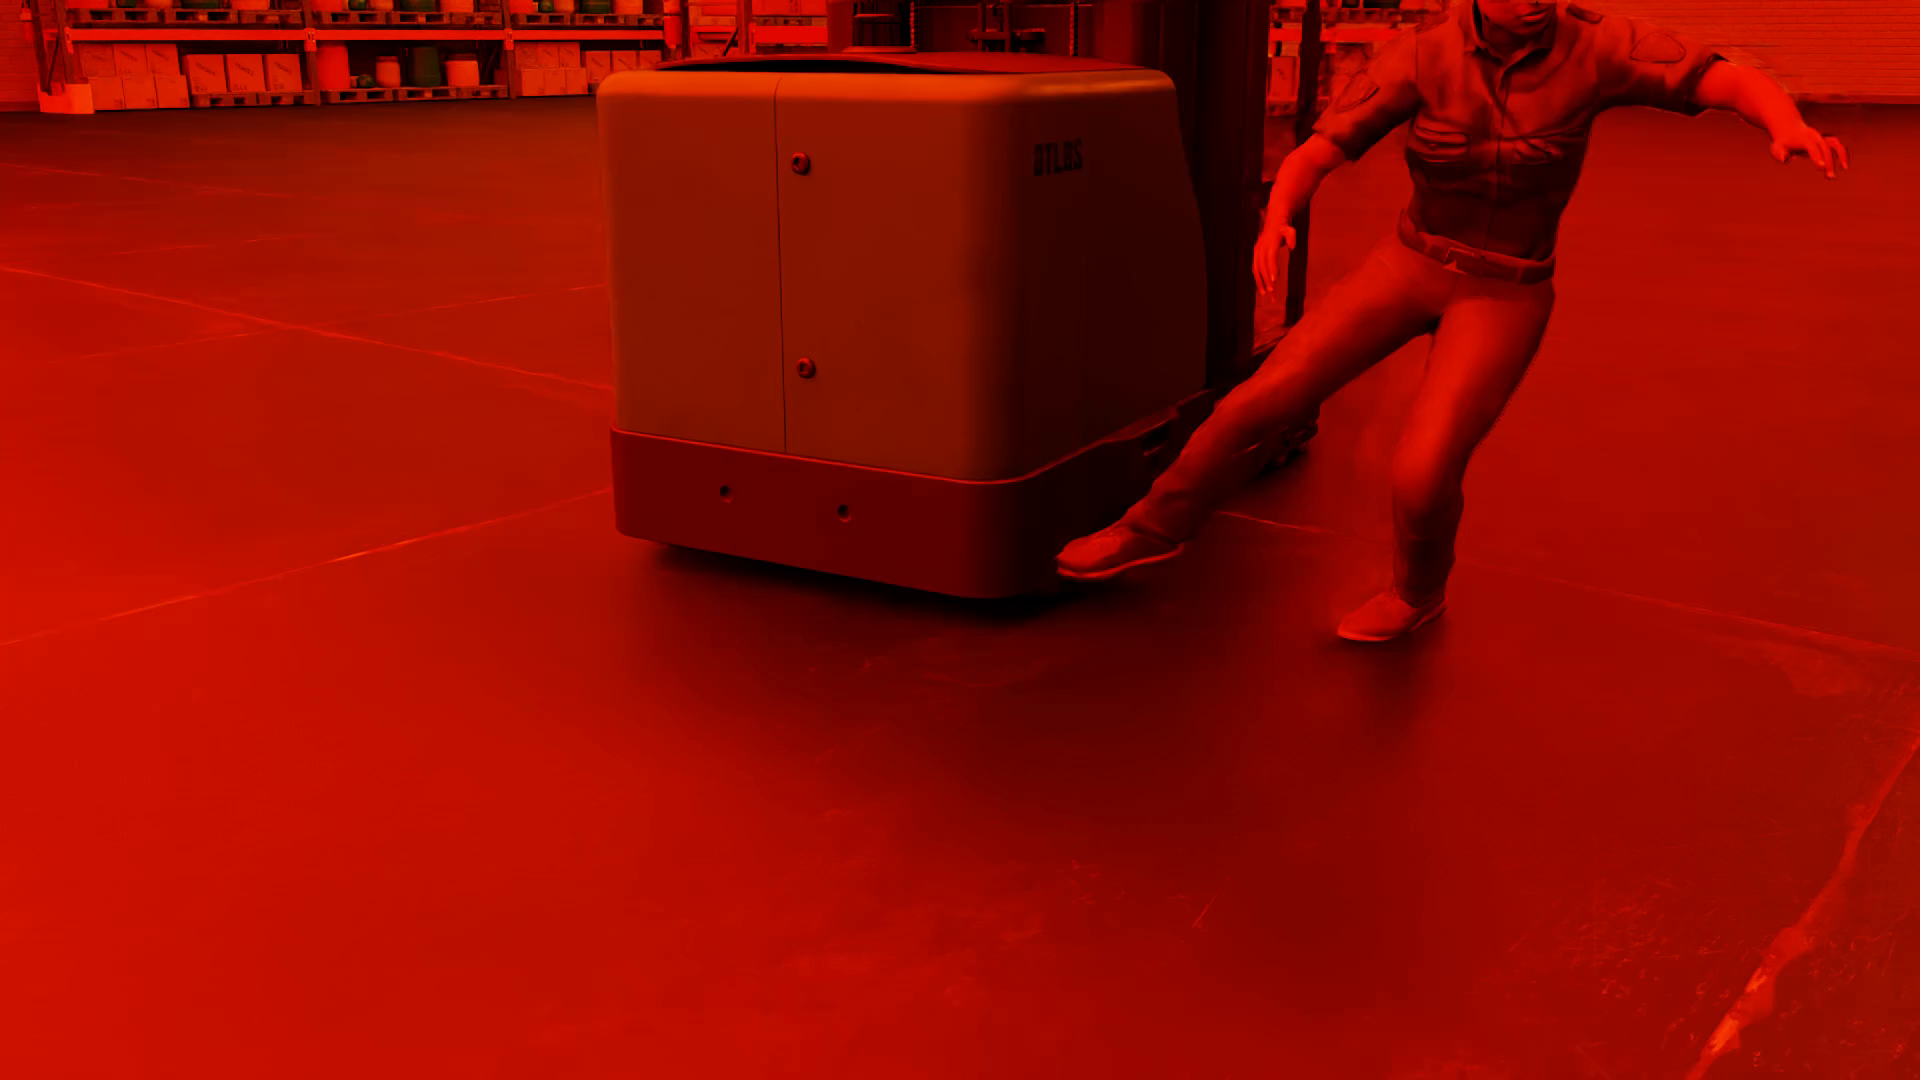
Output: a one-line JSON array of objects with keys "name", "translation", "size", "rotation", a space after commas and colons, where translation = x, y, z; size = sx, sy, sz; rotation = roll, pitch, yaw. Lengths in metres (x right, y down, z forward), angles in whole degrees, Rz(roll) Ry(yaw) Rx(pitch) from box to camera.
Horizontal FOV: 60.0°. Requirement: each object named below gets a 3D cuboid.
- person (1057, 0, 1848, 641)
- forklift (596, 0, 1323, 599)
[{"name": "person", "translation": [0.784, -0.439, 3.030], "size": [1.342, 1.414, 0.797], "rotation": [6, 18, 20]}, {"name": "forklift", "translation": [0.380, -1.662, 4.370], "size": [1.130, 2.935, 3.031], "rotation": [9, 19, 28]}]
